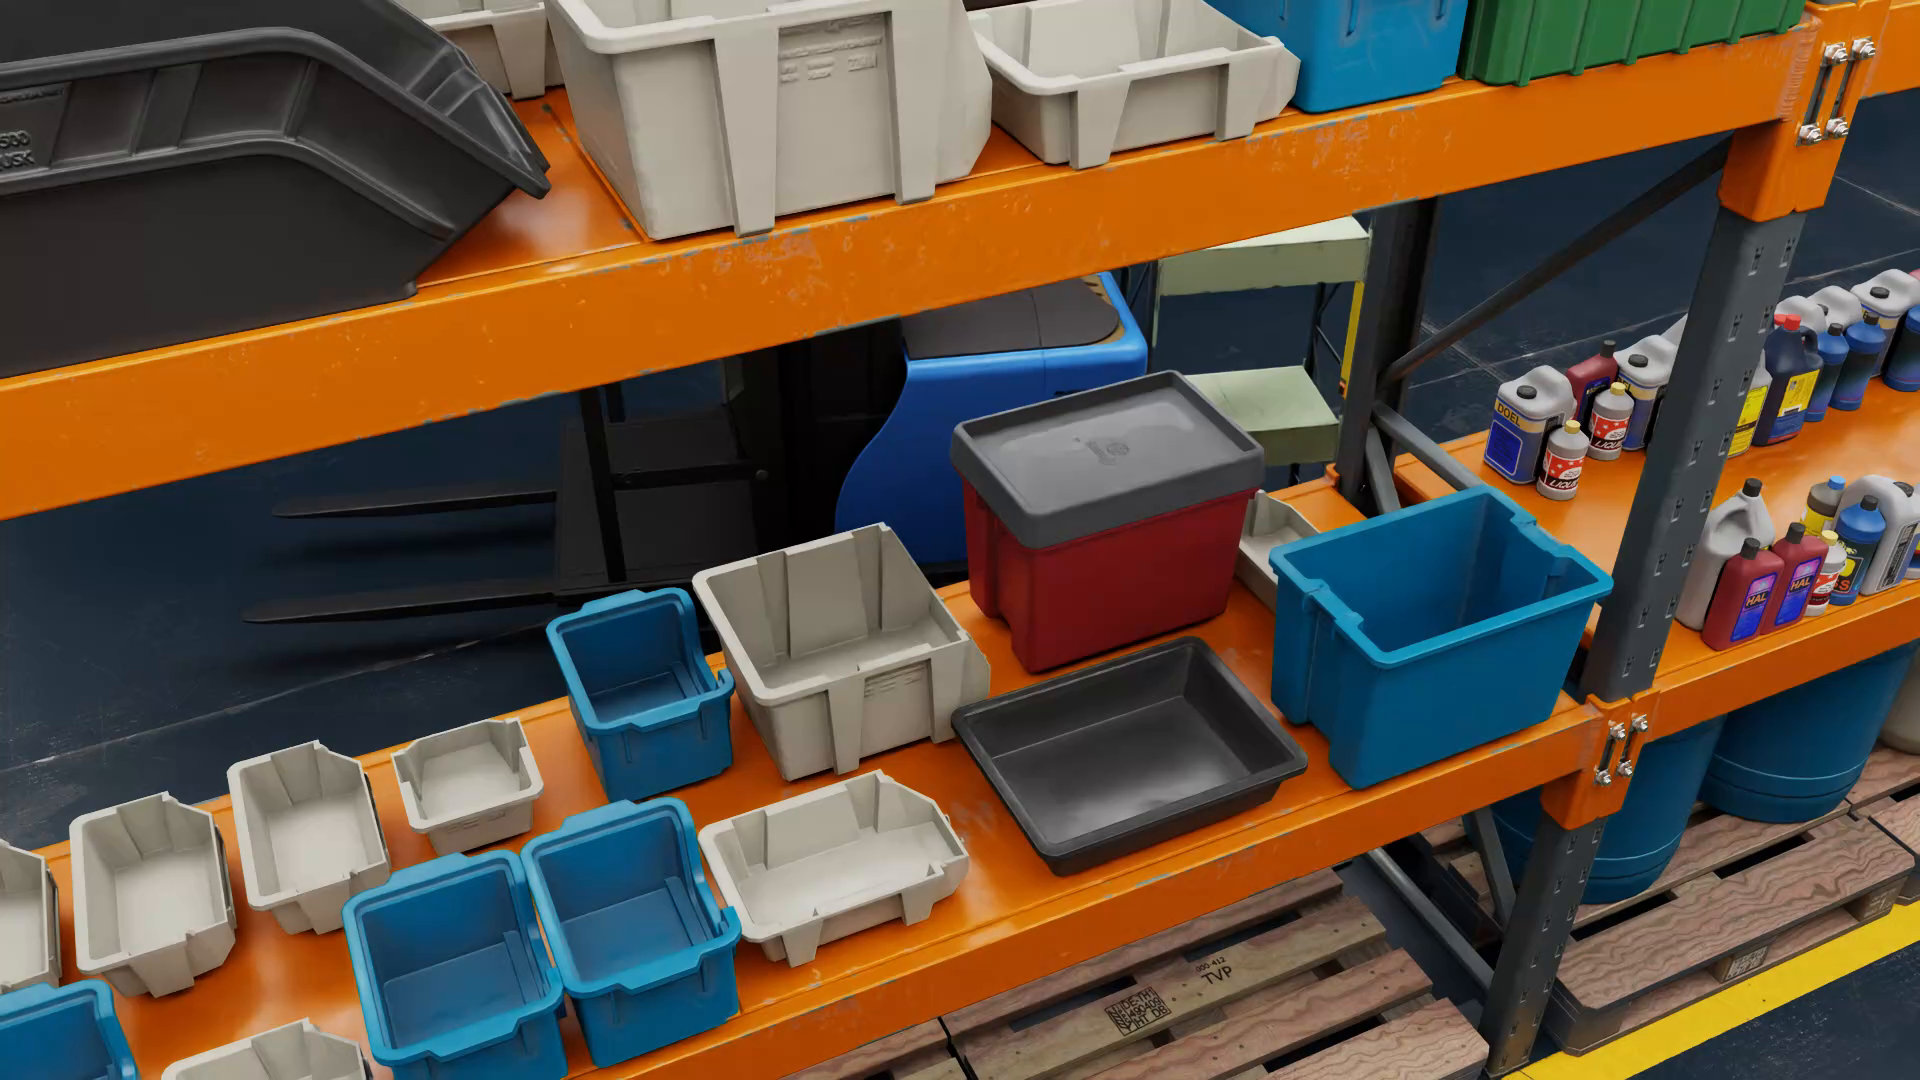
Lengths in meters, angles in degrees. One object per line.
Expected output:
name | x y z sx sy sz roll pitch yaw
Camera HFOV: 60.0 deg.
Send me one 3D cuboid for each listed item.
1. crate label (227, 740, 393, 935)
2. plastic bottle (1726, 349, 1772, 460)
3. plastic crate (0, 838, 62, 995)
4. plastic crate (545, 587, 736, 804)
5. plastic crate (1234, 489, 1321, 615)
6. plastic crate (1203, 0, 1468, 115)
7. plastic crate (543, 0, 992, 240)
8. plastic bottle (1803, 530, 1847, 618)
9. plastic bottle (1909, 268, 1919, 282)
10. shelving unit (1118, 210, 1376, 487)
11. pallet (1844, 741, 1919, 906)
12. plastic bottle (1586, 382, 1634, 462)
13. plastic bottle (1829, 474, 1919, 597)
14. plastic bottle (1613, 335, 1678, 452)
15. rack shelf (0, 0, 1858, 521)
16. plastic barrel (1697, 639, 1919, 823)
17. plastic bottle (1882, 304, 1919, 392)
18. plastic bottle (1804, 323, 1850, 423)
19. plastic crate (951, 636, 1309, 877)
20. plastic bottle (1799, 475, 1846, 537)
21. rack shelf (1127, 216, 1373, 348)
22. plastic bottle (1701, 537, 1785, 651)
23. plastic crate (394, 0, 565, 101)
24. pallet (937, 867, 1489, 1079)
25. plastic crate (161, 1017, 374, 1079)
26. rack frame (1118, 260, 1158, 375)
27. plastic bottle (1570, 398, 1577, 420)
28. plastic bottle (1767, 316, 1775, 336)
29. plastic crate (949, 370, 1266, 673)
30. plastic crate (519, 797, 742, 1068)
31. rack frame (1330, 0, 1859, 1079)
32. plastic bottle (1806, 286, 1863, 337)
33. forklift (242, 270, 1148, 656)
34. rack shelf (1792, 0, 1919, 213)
crate label | -1.220 0.566 3.140 0.243 0.136 0.396 -16 39 -20
plastic bottle | 1.984 -0.387 4.295 0.185 0.351 0.144 -16 39 -20
plastic crate | -1.730 0.715 2.939 0.243 0.136 0.396 -16 39 -20
plastic crate | -0.642 0.322 3.388 0.300 0.233 0.416 -16 39 -20
plastic crate | 0.747 0.047 3.839 0.243 0.136 0.396 -16 39 -20
plastic crate | 0.541 -0.810 2.447 0.300 0.233 0.416 -16 39 -20
plastic crate | -0.254 -0.615 2.142 0.530 0.282 0.437 -16 39 -20
plastic bottle | 1.960 0.069 3.806 0.097 0.201 0.097 0 37 0
plastic bottle | 2.758 -0.699 4.772 0.133 0.283 0.061 -16 39 -20
shelving unit | 0.957 -0.628 5.837 0.755 1.500 0.431 -6 37 -8
pallet | 3.051 0.561 5.317 1.213 0.211 1.003 -16 39 -20
plastic bottle | 1.689 -0.315 4.323 0.097 0.201 0.097 0 37 0
plastic bottle | 2.141 -0.030 3.877 0.135 0.276 0.152 -16 39 -20
plastic bottle | 1.779 -0.392 4.365 0.135 0.276 0.152 -16 39 -20
rack shelf | -0.581 -0.485 2.472 4.000 0.370 1.077 -16 39 -20
plastic barrel | 2.370 0.291 4.749 0.708 0.901 0.600 -16 39 -20
plastic bottle | 2.638 -0.548 4.579 0.097 0.271 0.097 0 37 0
plastic bottle | 2.306 -0.455 4.454 0.097 0.271 0.097 0 37 0
plastic crate | 0.330 0.439 3.320 0.590 0.125 0.437 -16 39 -20
plastic bottle | 2.072 -0.062 3.983 0.097 0.201 0.097 0 37 0
rack shelf | 0.957 -0.941 5.605 0.720 0.370 0.431 -6 37 -8
plastic bottle | 1.742 0.109 3.683 0.133 0.283 0.061 -16 39 -20
plastic crate | -0.627 -0.819 2.539 0.530 0.136 0.437 -16 39 -20
pallet | 0.580 1.252 4.385 1.213 0.211 1.003 -16 39 -20
plastic crate | -1.089 0.926 2.655 0.298 0.136 0.250 -16 39 -20
rack frame | 0.596 -0.592 5.789 0.023 1.500 0.400 -6 37 -8
plastic bottle | 1.542 -0.314 4.322 0.097 0.201 0.097 0 37 0
plastic bottle | 2.090 -0.511 4.463 0.185 0.351 0.144 -16 39 -20
plastic crate | 0.314 -0.034 3.674 0.583 0.464 0.402 -16 39 -20
plastic crate | -0.565 0.686 2.897 0.300 0.233 0.416 -16 39 -20
rack frame | 1.229 -0.075 3.834 0.127 3.000 1.000 -16 39 -20
plastic bottle | 2.358 -0.554 4.583 0.135 0.276 0.152 -16 39 -20
forklift | -0.945 -1.074 5.238 3.031 2.935 1.130 -6 37 -8
rack shelf | 3.040 -1.497 3.837 4.000 0.370 1.077 -16 39 -20
